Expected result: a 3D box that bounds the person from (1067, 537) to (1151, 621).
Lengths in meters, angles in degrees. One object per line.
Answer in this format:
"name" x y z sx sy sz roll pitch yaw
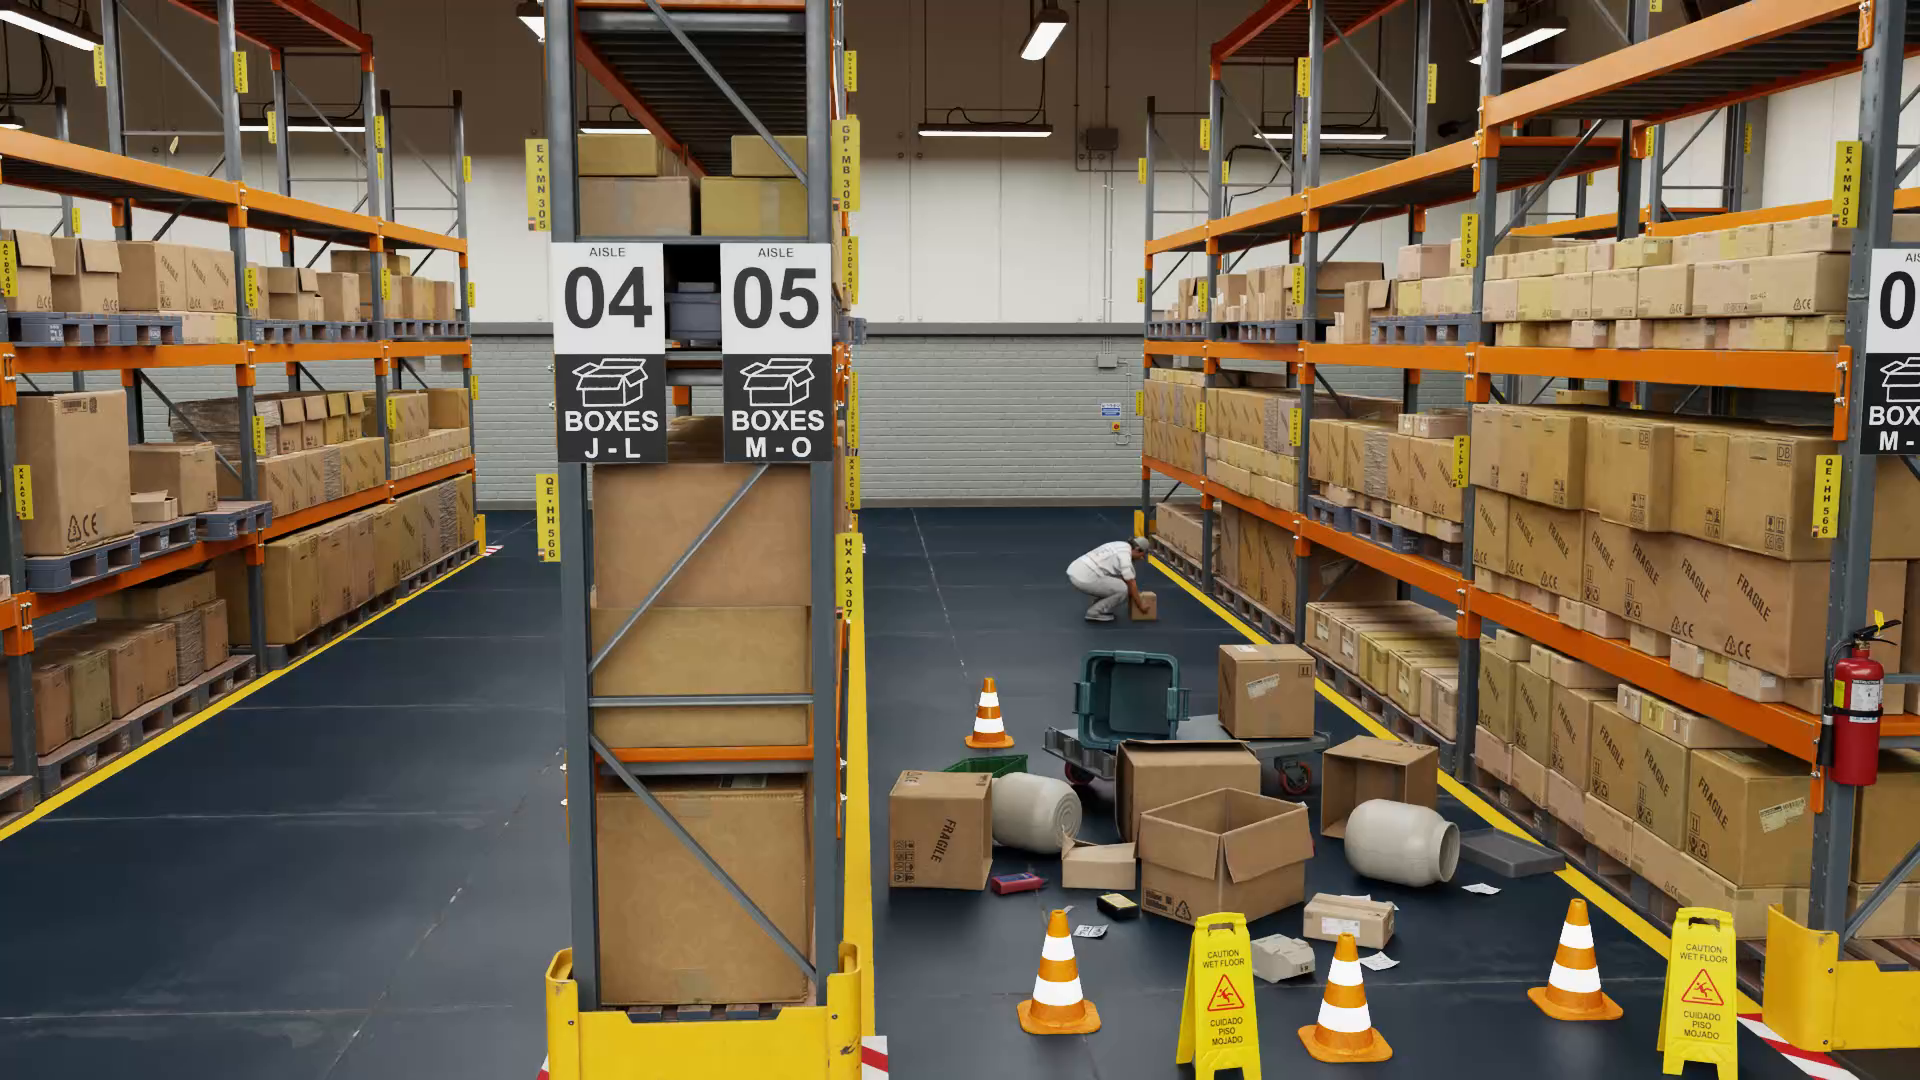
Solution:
"person" 1.564 0.391 16.999 0.794 0.838 0.521 0 7 -4
